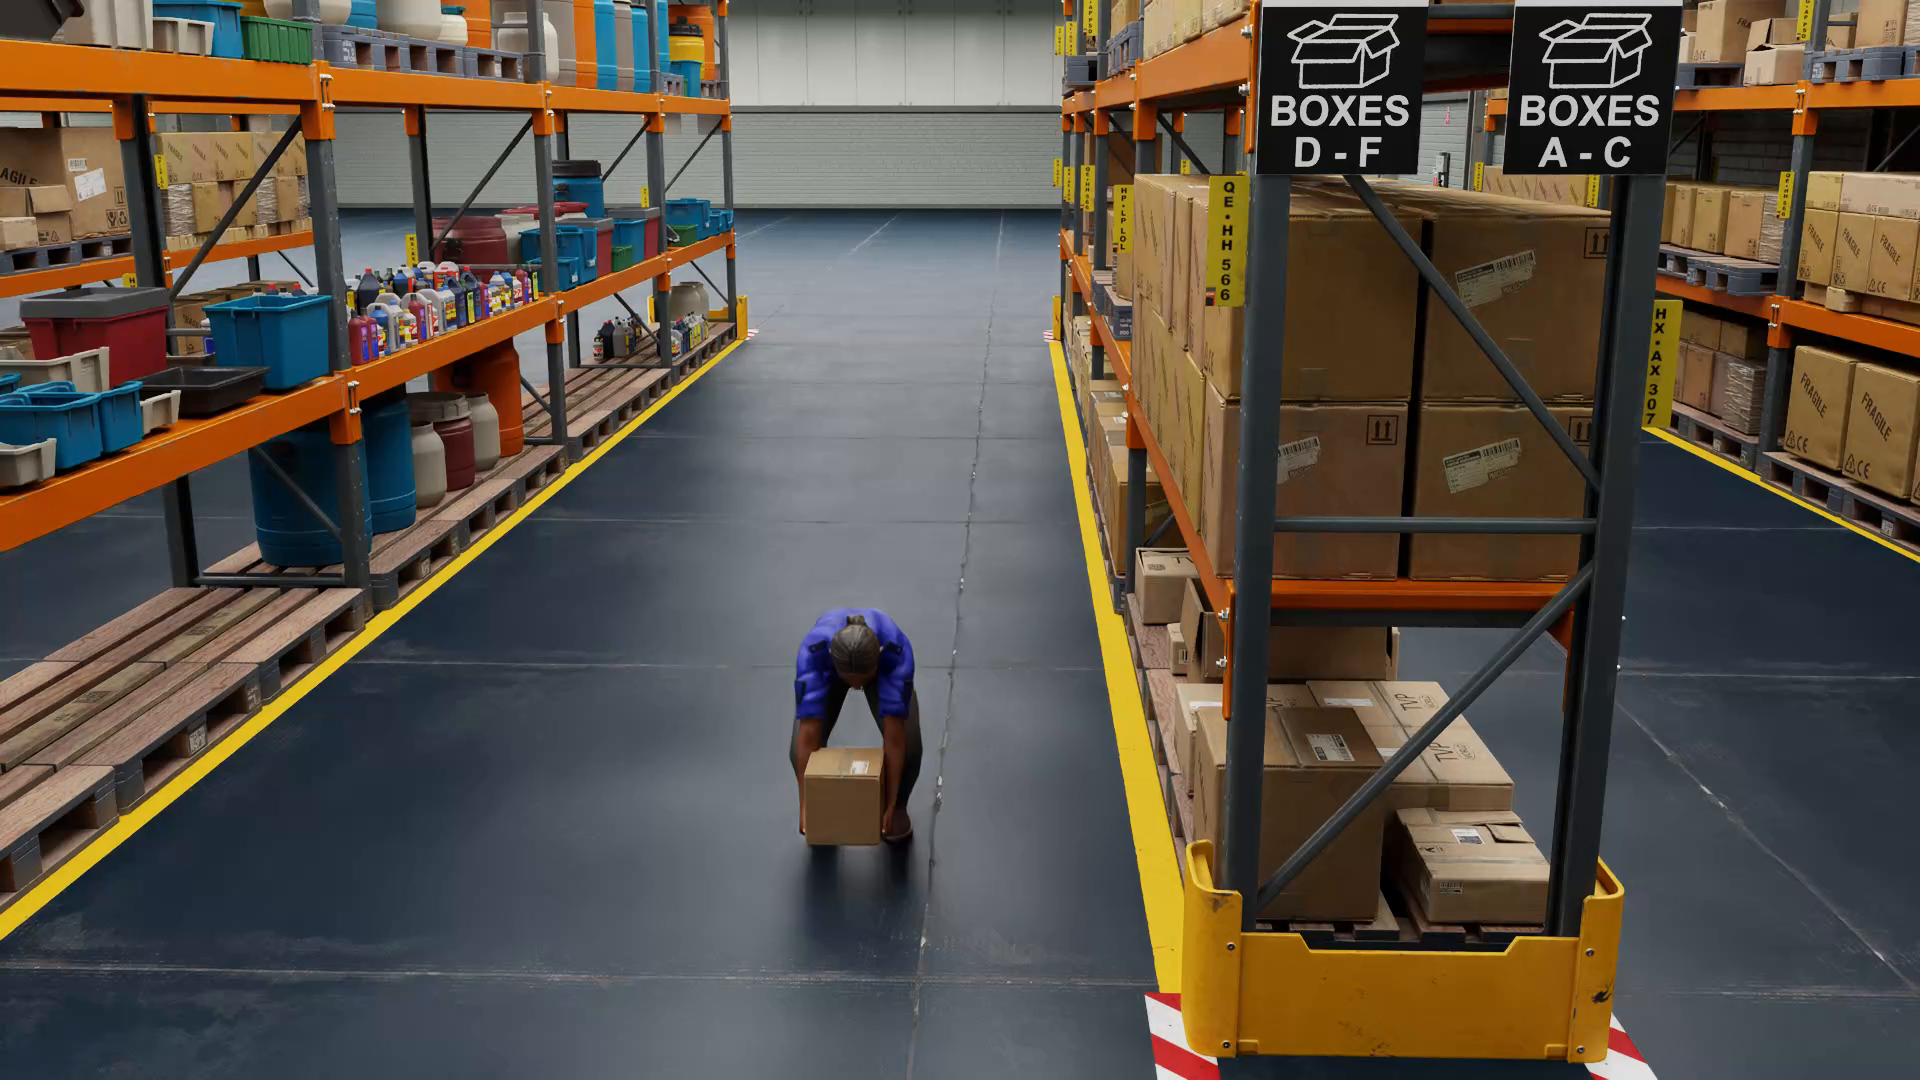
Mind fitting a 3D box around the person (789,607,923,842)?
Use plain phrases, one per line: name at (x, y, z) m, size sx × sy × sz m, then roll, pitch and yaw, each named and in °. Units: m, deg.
person at (-0.369, 0.650, 5.893) m, size 0.472 × 0.946 × 0.860 m, roll 0°, pitch 14°, yaw -1°
